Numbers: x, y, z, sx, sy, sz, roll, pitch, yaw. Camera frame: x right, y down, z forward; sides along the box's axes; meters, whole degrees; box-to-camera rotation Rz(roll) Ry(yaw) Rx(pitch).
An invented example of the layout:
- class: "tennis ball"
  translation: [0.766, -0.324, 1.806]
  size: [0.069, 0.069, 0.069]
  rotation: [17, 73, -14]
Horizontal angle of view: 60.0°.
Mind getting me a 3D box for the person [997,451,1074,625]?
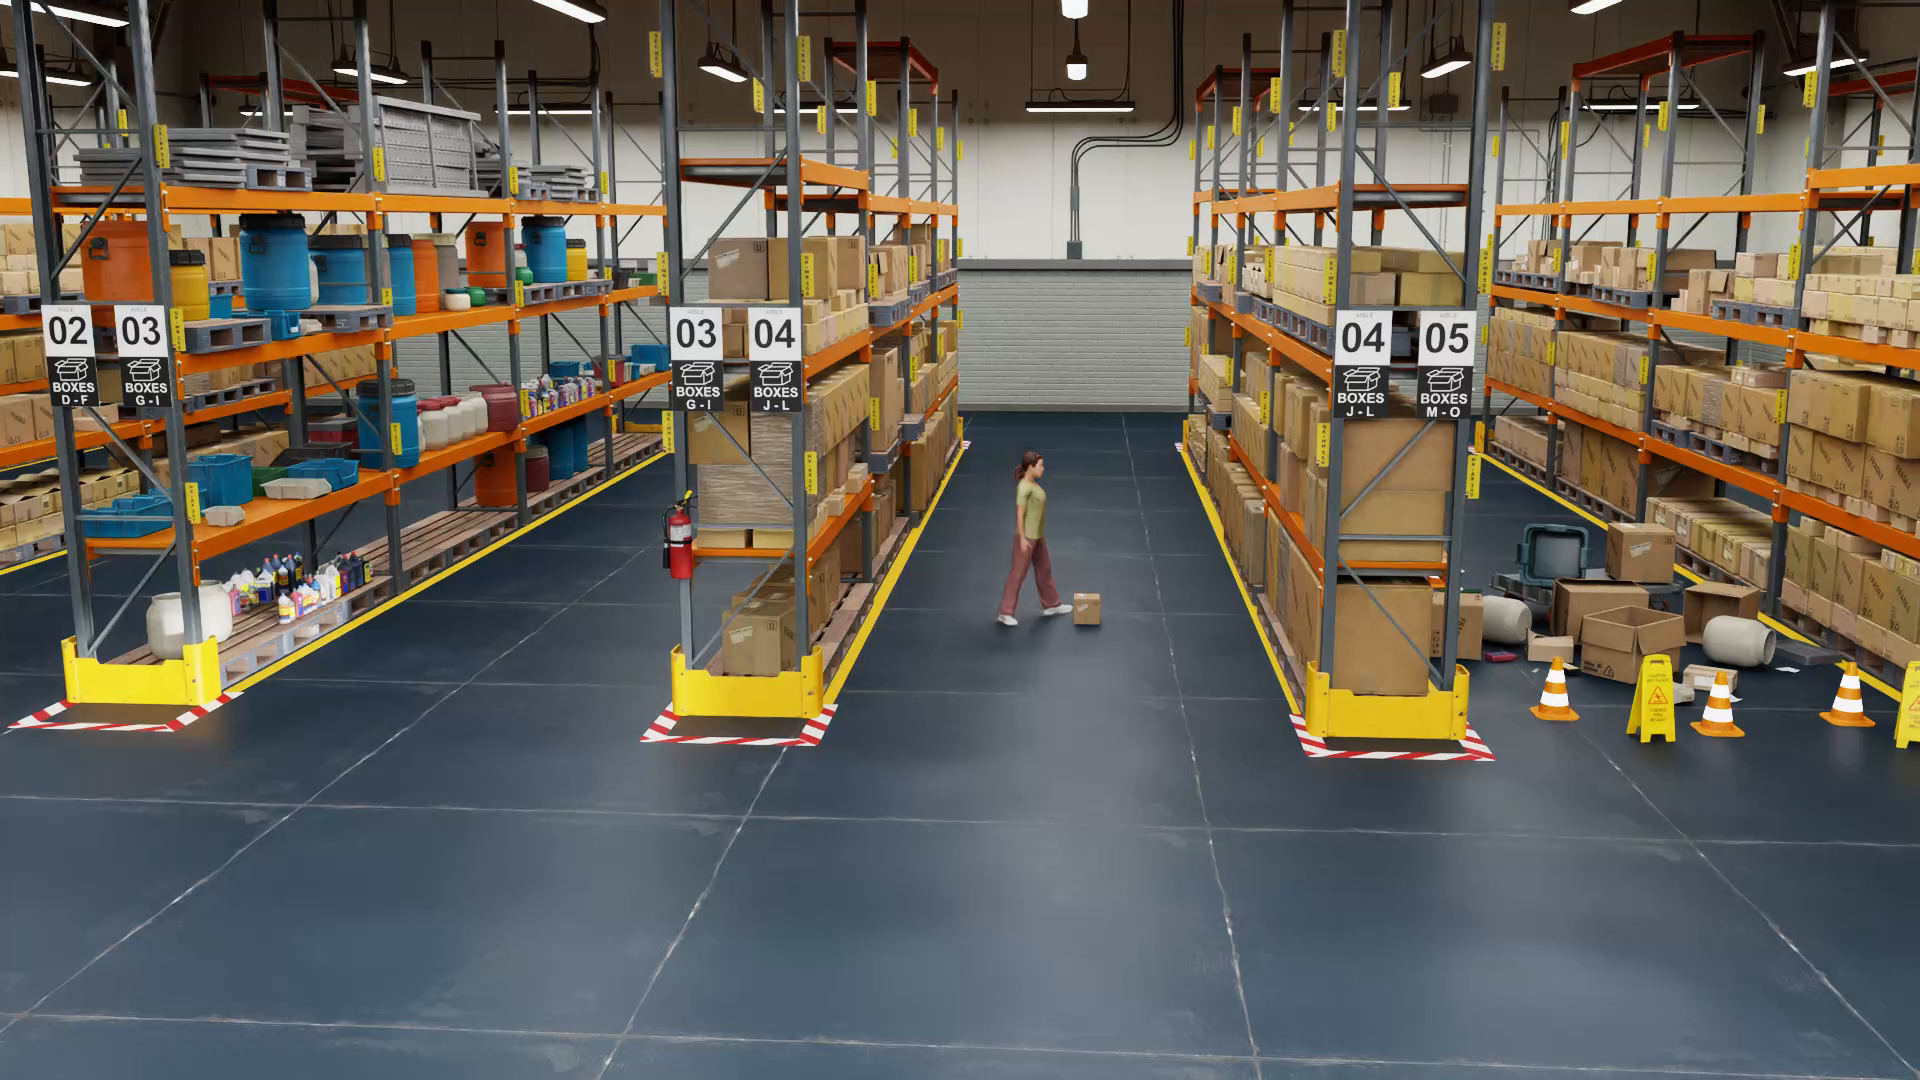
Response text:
- class: "person"
  translation: [0.726, -0.033, 16.074]
  size: [0.669, 1.654, 0.683]
  rotation: [3, 11, 16]
